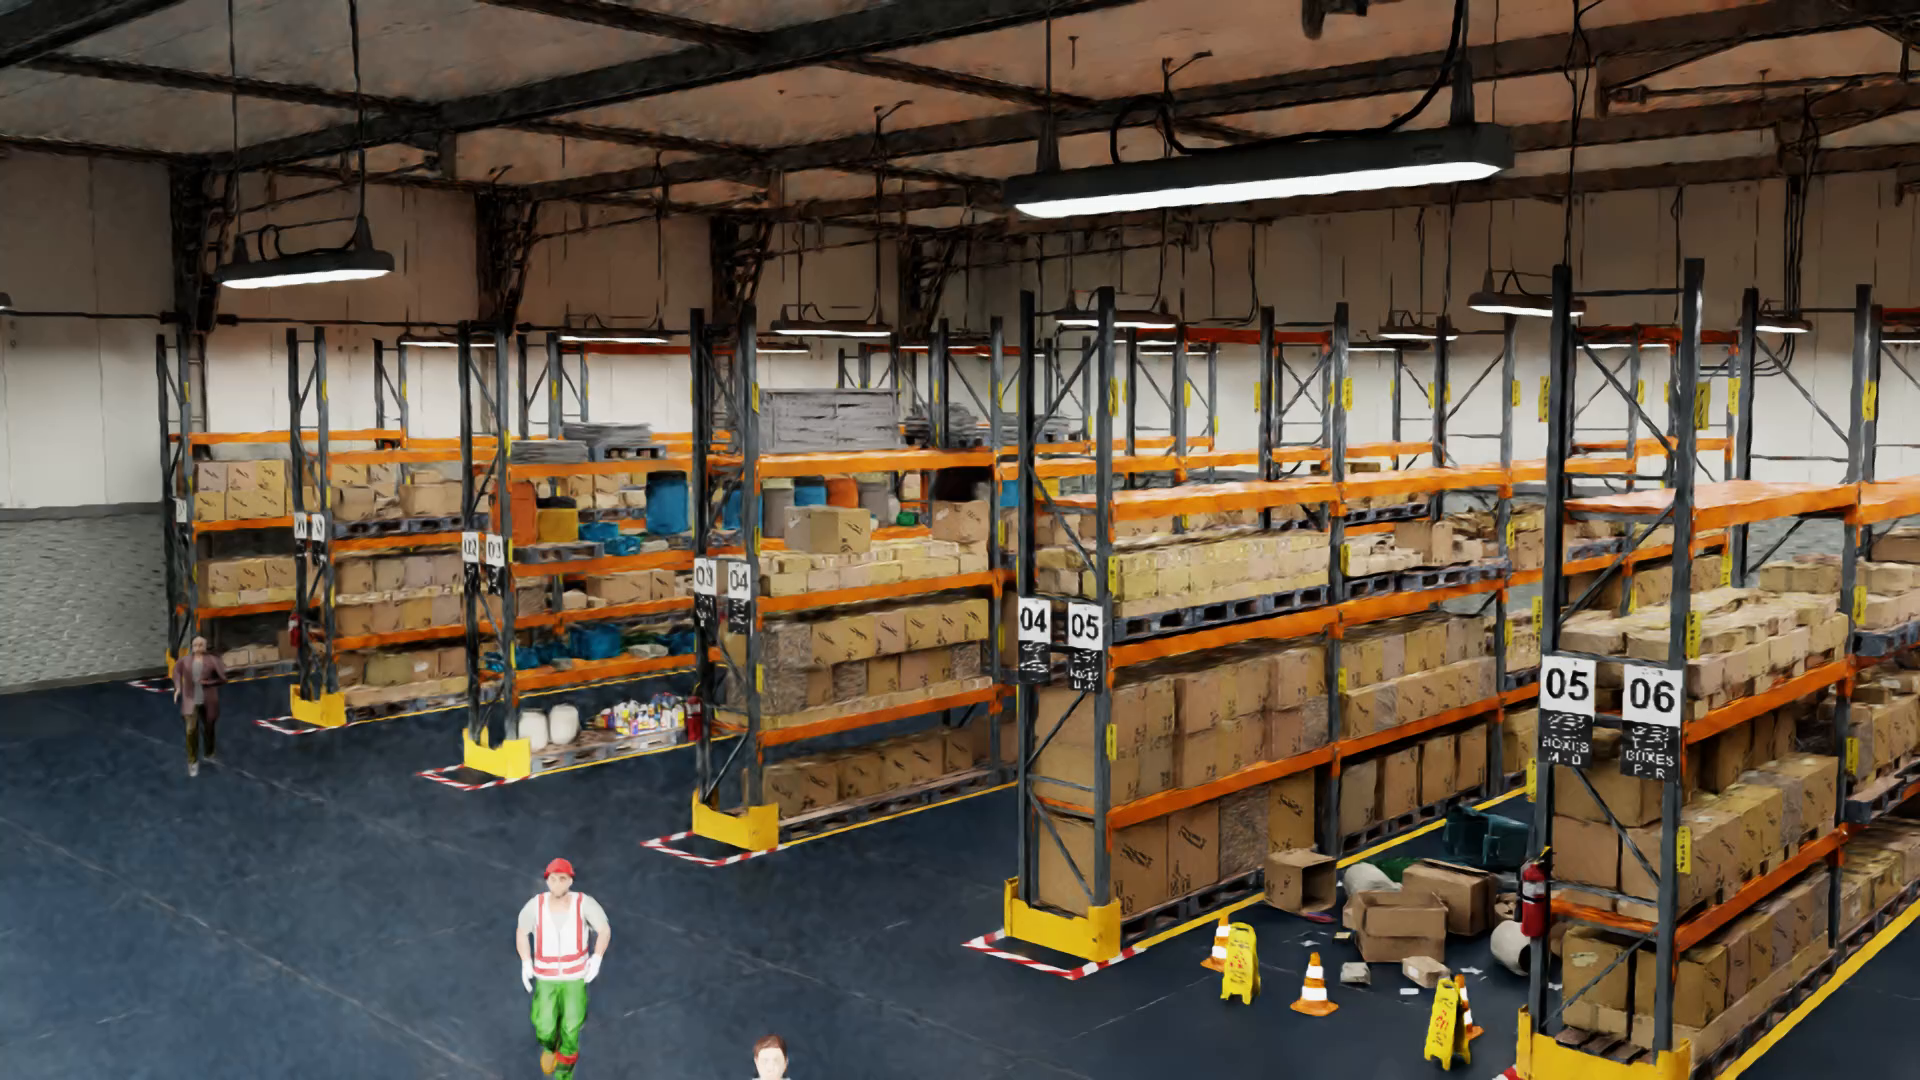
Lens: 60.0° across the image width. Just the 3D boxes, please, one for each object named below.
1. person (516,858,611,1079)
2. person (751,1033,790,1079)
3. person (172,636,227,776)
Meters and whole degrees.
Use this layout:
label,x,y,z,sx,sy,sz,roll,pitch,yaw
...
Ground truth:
label,x,y,z,sx,sy,sz,roll,pitch,yaw
person,-2.887,3.161,12.119,0.678,1.756,0.593,-1,5,-11
person,-1.025,3.496,8.932,0.538,1.729,0.763,-1,5,-10
person,-10.140,2.203,22.188,0.664,1.849,0.834,-2,6,-22
